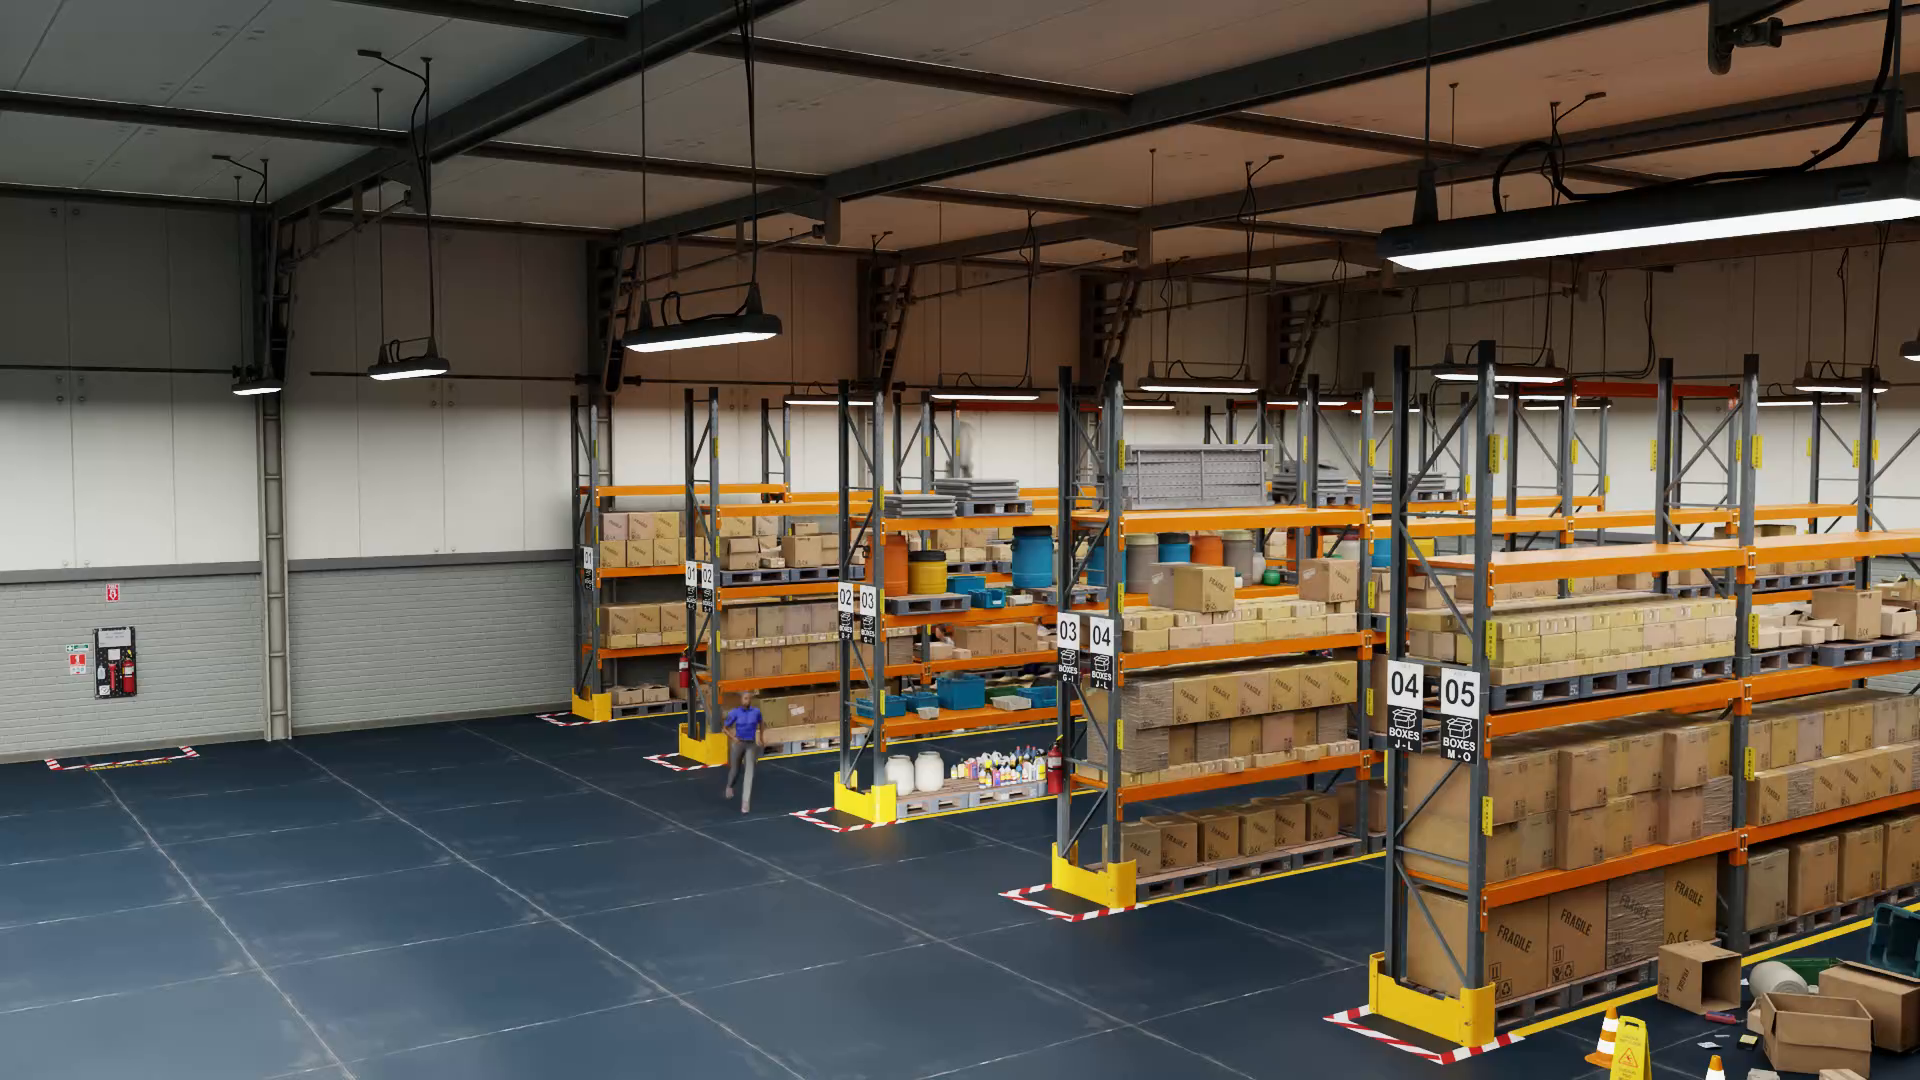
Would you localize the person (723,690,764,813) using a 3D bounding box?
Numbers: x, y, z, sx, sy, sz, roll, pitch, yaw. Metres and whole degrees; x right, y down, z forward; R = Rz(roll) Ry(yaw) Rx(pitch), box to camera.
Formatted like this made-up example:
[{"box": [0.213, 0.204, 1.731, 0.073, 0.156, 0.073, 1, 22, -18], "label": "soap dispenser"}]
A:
[{"box": [-3.022, 2.934, 23.377, 0.618, 1.640, 0.958, -1, 4, -18], "label": "person"}]

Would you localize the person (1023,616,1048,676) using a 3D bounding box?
[{"box": [1.606, 2.310, 34.174, 0.561, 1.601, 0.595, -3, 5, -43], "label": "person"}]

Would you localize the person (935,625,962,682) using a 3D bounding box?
[{"box": [-0.196, 2.432, 32.338, 0.684, 1.584, 0.557, -3, 4, -38], "label": "person"}]
